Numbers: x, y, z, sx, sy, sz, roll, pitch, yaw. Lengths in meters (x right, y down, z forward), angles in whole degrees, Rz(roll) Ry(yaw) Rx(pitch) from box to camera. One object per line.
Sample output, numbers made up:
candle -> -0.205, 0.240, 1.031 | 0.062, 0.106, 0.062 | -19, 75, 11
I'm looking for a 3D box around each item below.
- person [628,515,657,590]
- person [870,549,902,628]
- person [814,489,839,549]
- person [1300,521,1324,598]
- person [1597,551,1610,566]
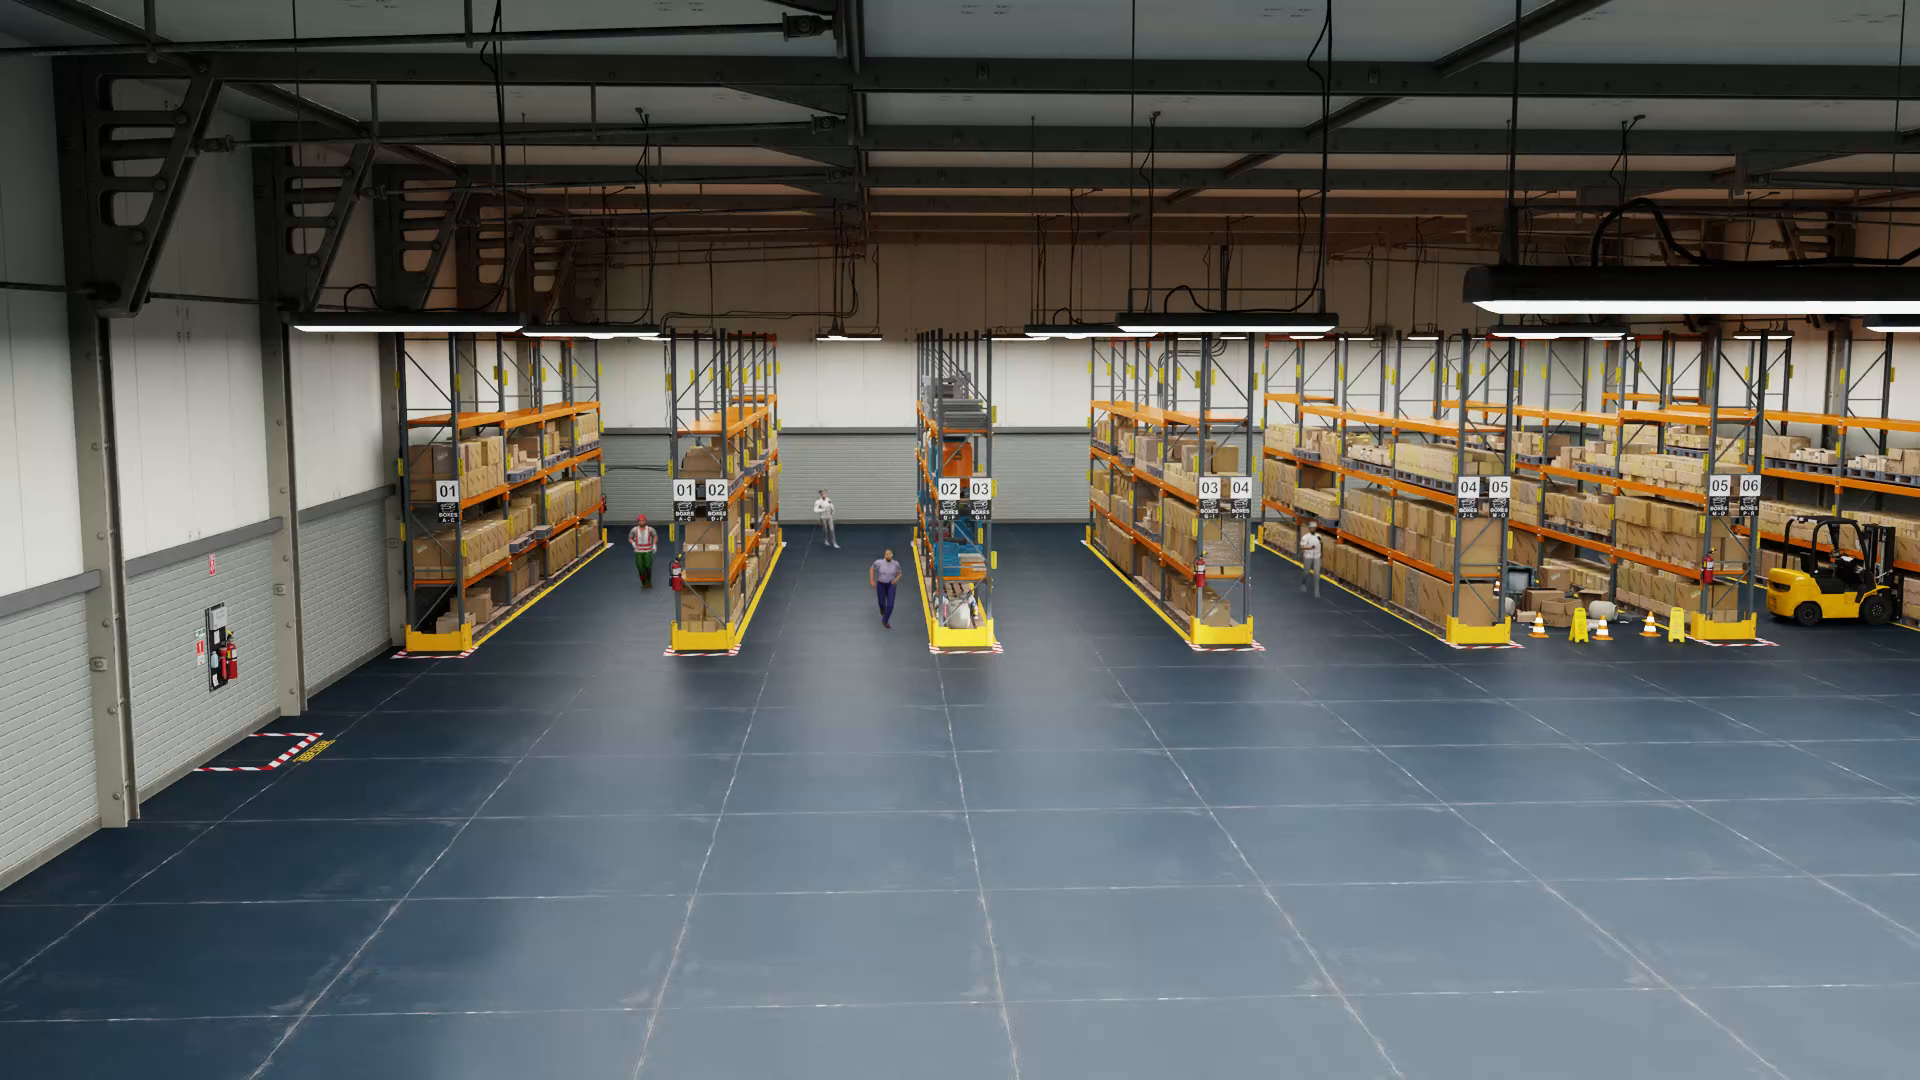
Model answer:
person -> -7.382, 0.289, 38.683 | 0.648, 1.759, 0.640 | -1, 7, -7
person -> -1.494, 0.972, 33.664 | 0.644, 1.605, 0.648 | -1, 7, -8
person -> -3.810, -0.613, 46.711 | 0.572, 1.653, 0.916 | -3, 7, -23
person -> 8.004, 0.406, 37.794 | 0.575, 1.676, 0.938 | 0, 7, -3
person -> 15.839, 0.108, 40.893 | 0.536, 1.568, 0.856 | -1, 7, -5
